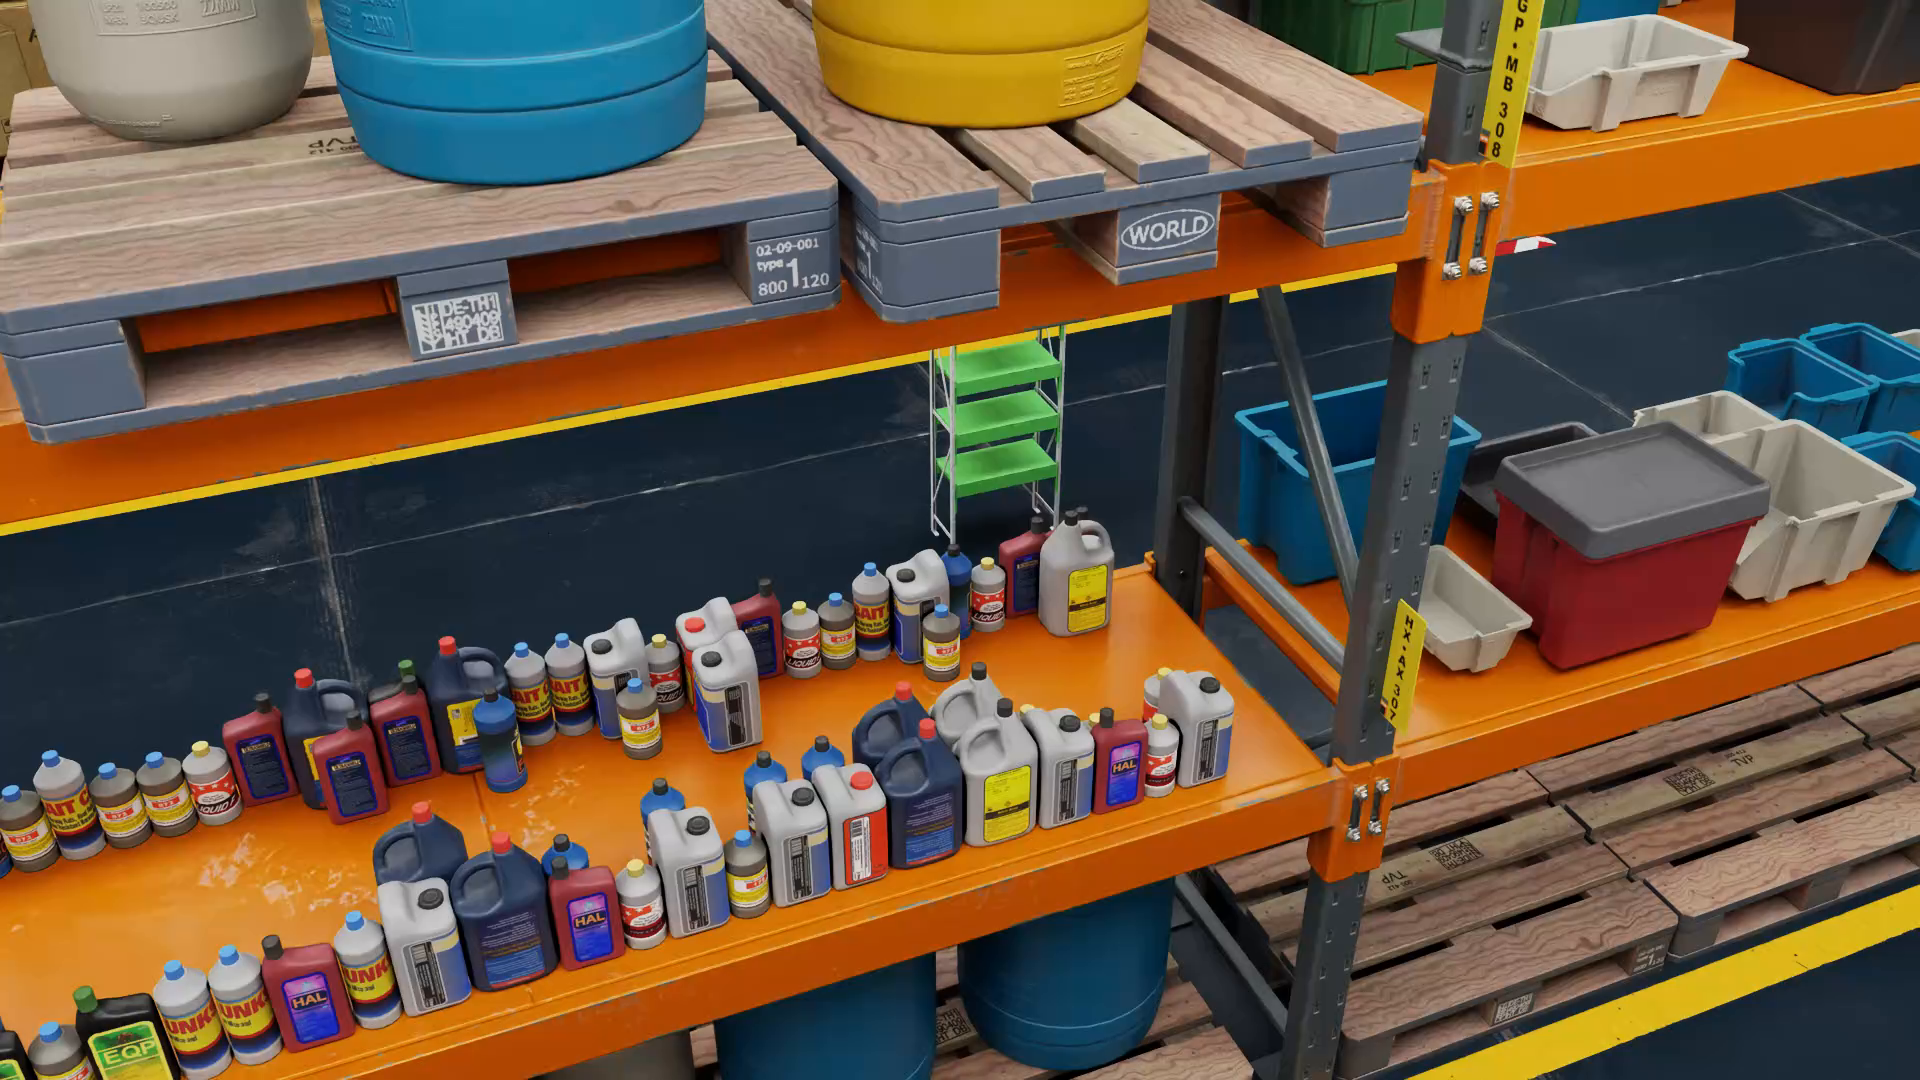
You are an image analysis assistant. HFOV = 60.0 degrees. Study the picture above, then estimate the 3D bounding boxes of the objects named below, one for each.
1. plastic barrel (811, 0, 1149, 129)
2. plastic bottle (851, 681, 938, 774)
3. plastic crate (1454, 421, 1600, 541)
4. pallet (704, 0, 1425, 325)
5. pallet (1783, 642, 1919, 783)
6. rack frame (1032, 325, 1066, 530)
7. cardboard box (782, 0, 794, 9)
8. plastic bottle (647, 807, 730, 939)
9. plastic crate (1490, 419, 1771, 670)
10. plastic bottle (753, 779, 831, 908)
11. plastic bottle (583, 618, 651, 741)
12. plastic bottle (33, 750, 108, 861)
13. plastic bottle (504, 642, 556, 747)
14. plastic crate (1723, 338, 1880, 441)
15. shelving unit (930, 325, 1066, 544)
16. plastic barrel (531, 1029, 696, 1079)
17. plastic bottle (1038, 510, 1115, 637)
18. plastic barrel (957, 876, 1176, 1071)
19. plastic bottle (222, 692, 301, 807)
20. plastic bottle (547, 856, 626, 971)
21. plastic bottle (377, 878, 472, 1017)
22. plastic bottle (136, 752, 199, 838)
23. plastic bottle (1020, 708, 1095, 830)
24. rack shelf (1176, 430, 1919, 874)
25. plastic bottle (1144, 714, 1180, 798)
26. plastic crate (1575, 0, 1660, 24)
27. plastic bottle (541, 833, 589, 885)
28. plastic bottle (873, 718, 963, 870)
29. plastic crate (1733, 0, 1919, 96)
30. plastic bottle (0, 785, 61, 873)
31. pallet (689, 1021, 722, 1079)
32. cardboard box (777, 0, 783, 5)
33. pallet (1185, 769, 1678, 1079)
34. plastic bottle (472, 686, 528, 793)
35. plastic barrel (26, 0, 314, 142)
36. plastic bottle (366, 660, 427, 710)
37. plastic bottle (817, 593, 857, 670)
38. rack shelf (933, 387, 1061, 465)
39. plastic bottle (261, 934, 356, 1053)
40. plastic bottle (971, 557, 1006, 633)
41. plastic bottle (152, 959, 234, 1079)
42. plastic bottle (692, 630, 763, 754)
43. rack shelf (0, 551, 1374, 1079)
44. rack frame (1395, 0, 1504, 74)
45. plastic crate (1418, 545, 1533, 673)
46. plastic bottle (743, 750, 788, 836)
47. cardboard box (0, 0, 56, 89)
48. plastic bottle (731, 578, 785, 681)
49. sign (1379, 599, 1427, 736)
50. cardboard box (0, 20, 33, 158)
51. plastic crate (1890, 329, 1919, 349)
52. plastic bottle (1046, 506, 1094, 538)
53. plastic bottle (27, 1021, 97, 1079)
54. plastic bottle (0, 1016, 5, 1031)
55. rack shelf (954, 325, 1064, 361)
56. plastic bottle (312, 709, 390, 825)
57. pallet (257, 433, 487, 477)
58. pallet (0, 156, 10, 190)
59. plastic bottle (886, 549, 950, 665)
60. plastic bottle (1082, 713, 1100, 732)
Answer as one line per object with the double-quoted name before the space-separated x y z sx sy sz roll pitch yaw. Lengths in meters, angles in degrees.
"plastic barrel" 0.036 -1.086 2.860 0.600 0.588 0.600 0 33 0
"plastic bottle" -0.148 0.478 3.811 0.185 0.351 0.144 -13 35 -19
"plastic crate" 1.727 -0.149 4.926 0.590 0.125 0.437 -13 35 -19
"pallet" 0.114 -0.832 3.200 1.003 0.211 1.213 -13 35 -19
"pallet" 3.711 0.611 6.118 1.213 0.211 1.003 -13 35 -19
"rack frame" 0.378 -0.589 7.056 0.015 1.200 0.240 -13 35 -19
"cardboard box" -0.540 -2.372 8.054 0.500 0.500 0.500 -12 35 -18
"plastic bottle" -0.579 0.691 3.552 0.135 0.276 0.152 -13 35 -19
"plastic crate" 1.719 0.018 4.359 0.583 0.464 0.402 -13 35 -19
"plastic bottle" -0.365 0.642 3.627 0.135 0.276 0.152 -13 35 -19
"plastic bottle" -0.843 0.335 4.099 0.135 0.276 0.152 -13 35 -19
"plastic bottle" -1.996 0.584 3.720 0.097 0.271 0.097 0 33 0
"plastic bottle" -1.050 0.368 4.052 0.097 0.271 0.097 0 33 0
"plastic crate" 2.641 -0.440 5.274 0.300 0.233 0.416 -13 35 -19
"shelving unit" 0.153 -0.538 6.976 0.503 1.200 0.258 -13 35 -19
"plastic barrel" -0.918 1.329 4.354 0.421 0.512 0.421 0 33 0
"plastic bottle" 0.311 0.072 4.433 0.185 0.351 0.144 -13 35 -19
"plastic barrel" 0.290 0.942 4.591 0.708 0.901 0.600 -13 35 -19
"plastic bottle" -1.628 0.484 3.863 0.133 0.283 0.061 -13 35 -19
"plastic bottle" -0.775 0.759 3.440 0.133 0.283 0.061 -13 35 -19
"plastic bottle" -1.087 0.807 3.373 0.135 0.276 0.152 -13 35 -19
"plastic bottle" -1.817 0.573 3.802 0.097 0.201 0.097 0 33 0
"plastic bottle" 0.224 0.507 3.834 0.135 0.276 0.152 -13 35 -19
"rack shelf" 2.643 0.011 5.142 4.000 0.370 1.077 -13 35 -19
"plastic bottle" 0.464 0.499 3.915 0.097 0.201 0.097 0 33 0
"plastic crate" 1.515 -1.408 4.067 0.300 0.233 0.416 -13 35 -19
"plastic bottle" -0.822 0.728 3.498 0.097 0.271 0.097 0 33 0
"plastic bottle" -0.093 0.550 3.699 0.185 0.351 0.144 -13 35 -19
"plastic crate" 2.050 -1.195 3.706 0.590 0.269 0.497 -13 35 -19
"plastic bottle" -2.086 0.634 3.707 0.097 0.201 0.097 0 33 0
"pallet" -1.055 1.702 4.440 1.213 0.211 1.003 -13 35 -19
"cardboard box" -0.754 -2.636 8.459 0.500 0.500 0.500 -12 35 -18
"pallet" 1.462 1.126 5.326 1.213 0.211 1.003 -13 35 -19
"plastic bottle" -1.084 0.461 3.909 0.097 0.271 0.097 0 33 0
"plastic barrel" -1.313 -0.964 2.721 0.433 0.535 0.433 0 33 0
"plastic bottle" -1.334 0.417 3.966 0.133 0.283 0.061 -13 35 -19
"plastic bottle" -0.320 0.230 4.328 0.097 0.201 0.097 0 33 0
"rack shelf" 0.153 -0.484 7.011 0.480 0.148 0.258 -13 35 -19
"plastic bottle" -1.282 0.876 3.261 0.133 0.283 0.061 -13 35 -19
"plastic bottle" 0.073 0.140 4.467 0.097 0.201 0.097 0 33 0
"plastic bottle" -1.485 0.916 3.209 0.097 0.271 0.097 0 33 0
"plastic bottle" -0.570 0.362 4.057 0.135 0.276 0.152 -13 35 -19
"rack shelf" -1.045 0.856 3.844 4.000 0.370 1.077 -13 35 -19
"rack frame" 0.799 -2.383 2.661 0.127 3.000 1.000 -13 35 -19
"plastic crate" 1.283 0.191 4.393 0.243 0.136 0.396 -13 35 -19
"plastic bottle" -0.431 0.585 3.719 0.097 0.271 0.097 0 33 0
"cardboard box" -5.996 -3.370 11.264 0.750 0.750 0.750 -13 35 -20
"plastic bottle" -0.523 0.231 4.251 0.133 0.283 0.061 -13 35 -19
"sign" 1.010 0.293 3.796 0.005 0.325 0.100 -13 35 -19
"cardboard box" -4.266 -1.923 6.978 0.500 0.500 0.700 -26 41 -34
"plastic crate" 3.178 -0.571 5.564 0.298 0.136 0.250 -13 35 -19
"plastic bottle" 0.295 0.044 4.539 0.133 0.283 0.061 -13 35 -19
"plastic bottle" -1.698 0.994 3.154 0.097 0.201 0.097 0 33 0
"plastic bottle" -1.845 0.963 3.138 0.097 0.271 0.097 0 33 0
"rack shelf" 0.153 -0.887 6.750 0.480 0.148 0.258 -13 35 -19
"plastic bottle" -1.401 0.518 3.811 0.133 0.283 0.061 -13 35 -19
"pallet" -2.977 -0.740 8.194 1.213 0.211 1.003 -13 35 -19
"pallet" -4.206 -1.613 7.155 1.003 0.211 1.213 -13 35 -19
"plastic bottle" -0.113 0.167 4.356 0.135 0.276 0.152 -13 35 -19
"plastic bottle" 0.318 0.497 3.918 0.097 0.201 0.097 0 33 0
